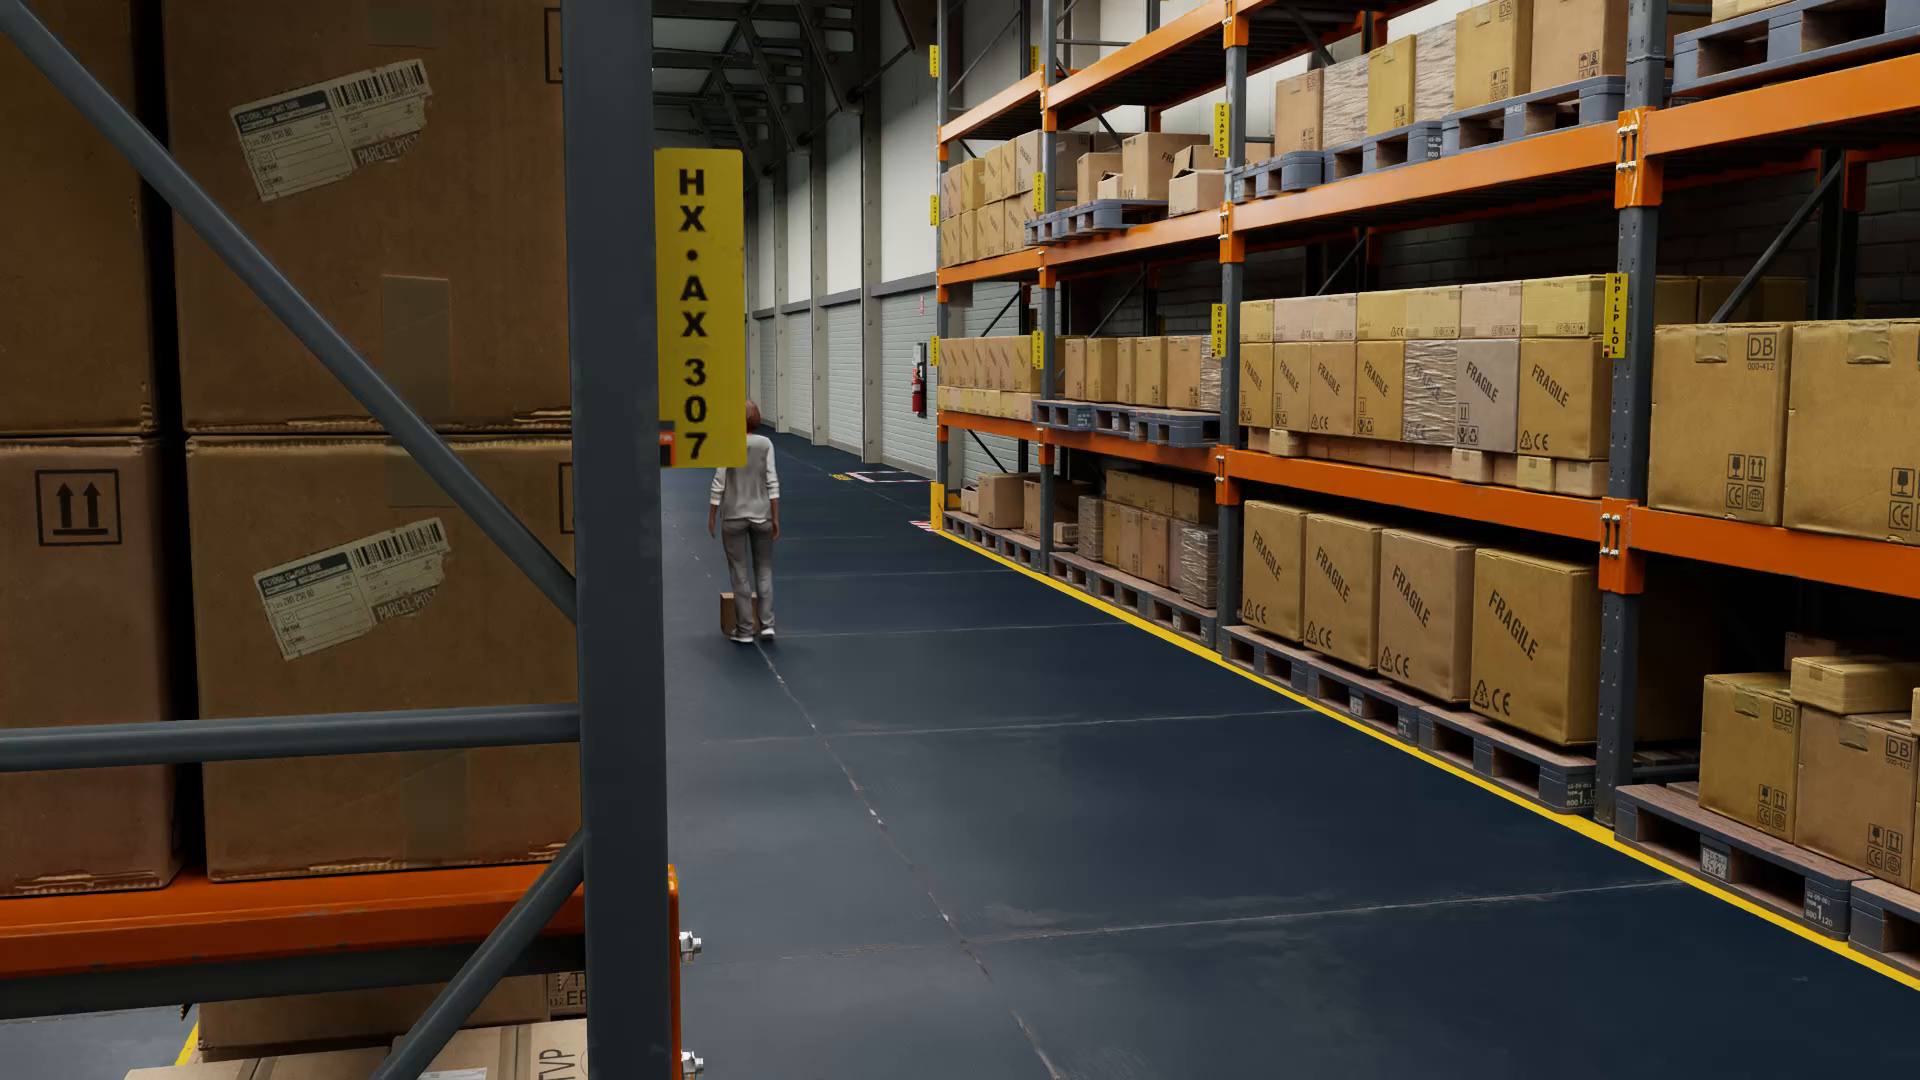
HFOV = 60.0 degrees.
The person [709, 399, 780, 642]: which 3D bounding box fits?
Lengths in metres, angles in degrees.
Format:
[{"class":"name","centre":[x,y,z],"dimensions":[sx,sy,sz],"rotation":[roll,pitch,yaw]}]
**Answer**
[{"class":"person","centre":[-1.436,-0.117,10.973],"dimensions":[0.446,1.622,0.464],"rotation":[-2,7,-20]}]
